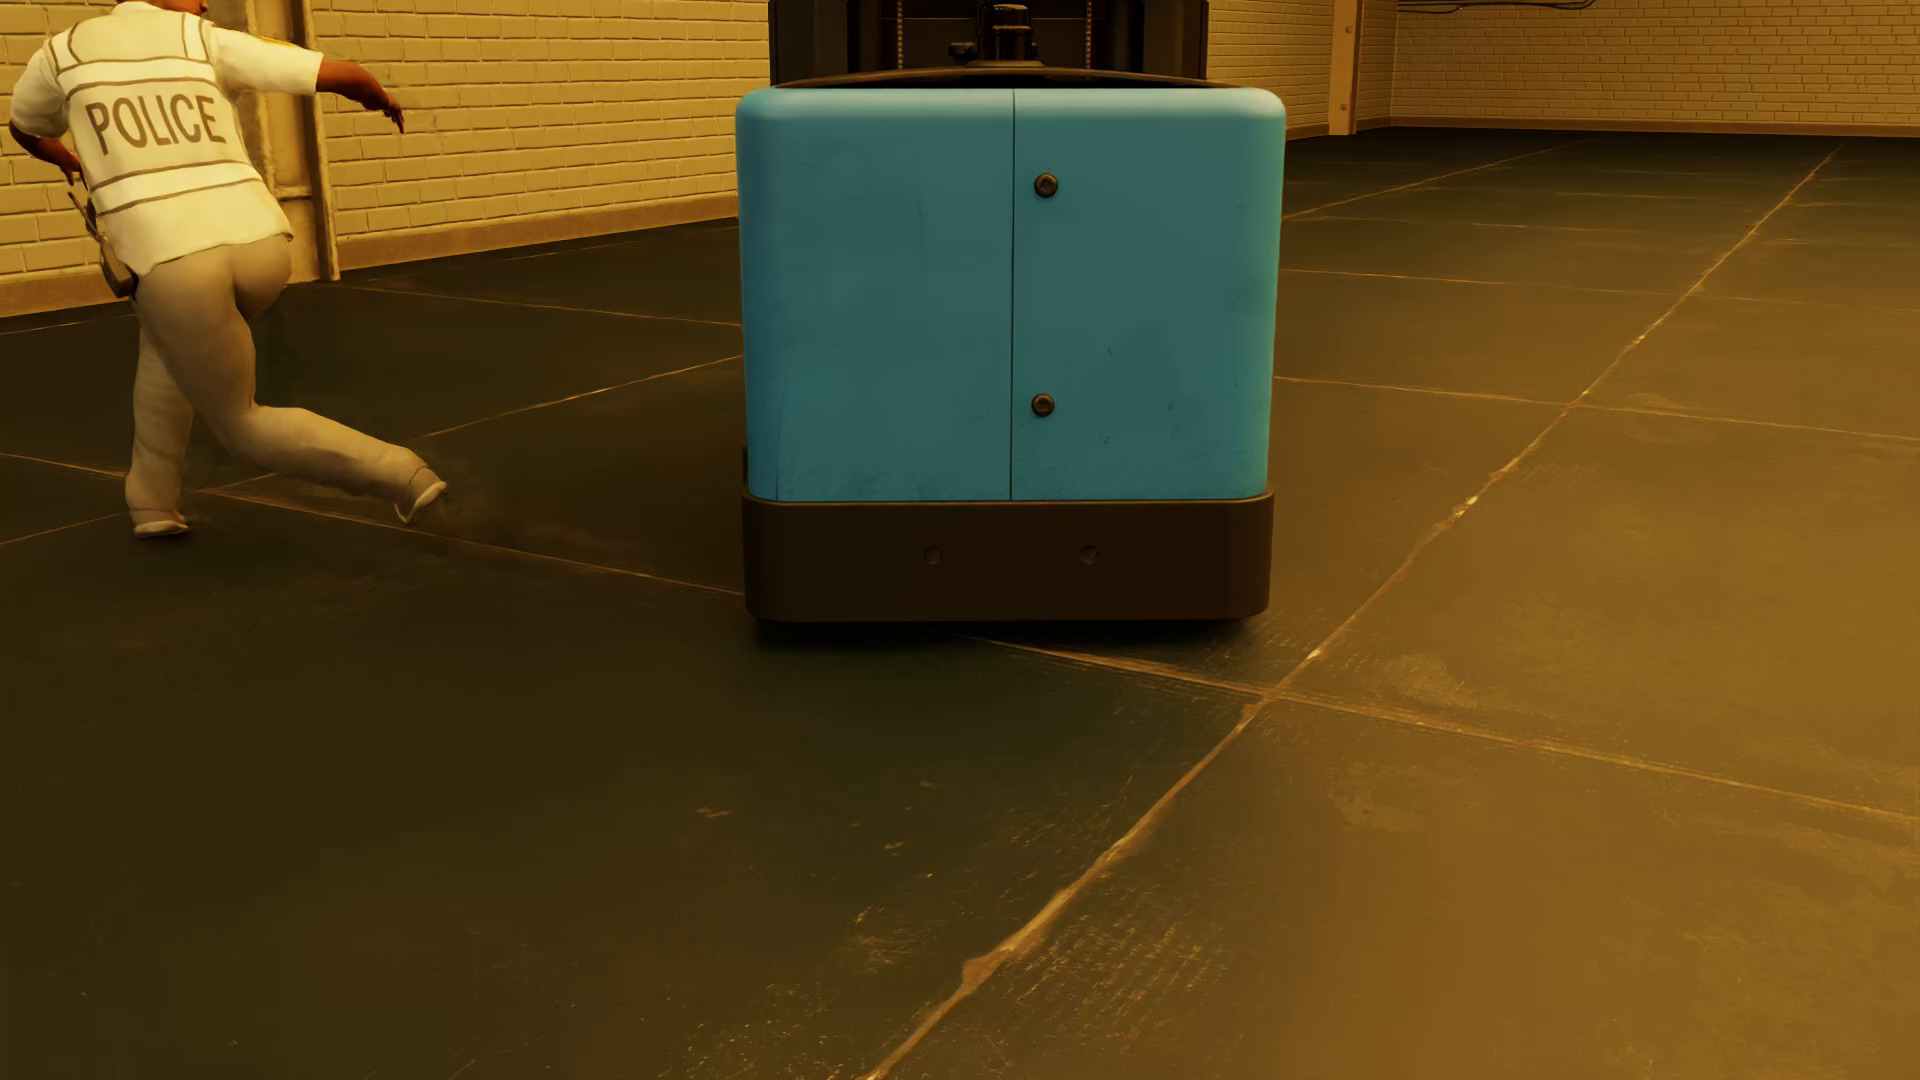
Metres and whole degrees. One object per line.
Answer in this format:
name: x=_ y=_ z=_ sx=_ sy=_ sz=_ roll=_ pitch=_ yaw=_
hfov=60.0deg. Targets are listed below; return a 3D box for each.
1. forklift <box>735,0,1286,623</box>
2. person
forklift: x=0.064 y=-1.605 z=4.304 sx=1.130 sy=2.935 sz=3.031 roll=0 pitch=16 yaw=-1
person: x=-1.715 y=-0.701 z=3.970 sx=1.088 sy=1.457 sz=0.827 roll=15 pitch=22 yaw=42
